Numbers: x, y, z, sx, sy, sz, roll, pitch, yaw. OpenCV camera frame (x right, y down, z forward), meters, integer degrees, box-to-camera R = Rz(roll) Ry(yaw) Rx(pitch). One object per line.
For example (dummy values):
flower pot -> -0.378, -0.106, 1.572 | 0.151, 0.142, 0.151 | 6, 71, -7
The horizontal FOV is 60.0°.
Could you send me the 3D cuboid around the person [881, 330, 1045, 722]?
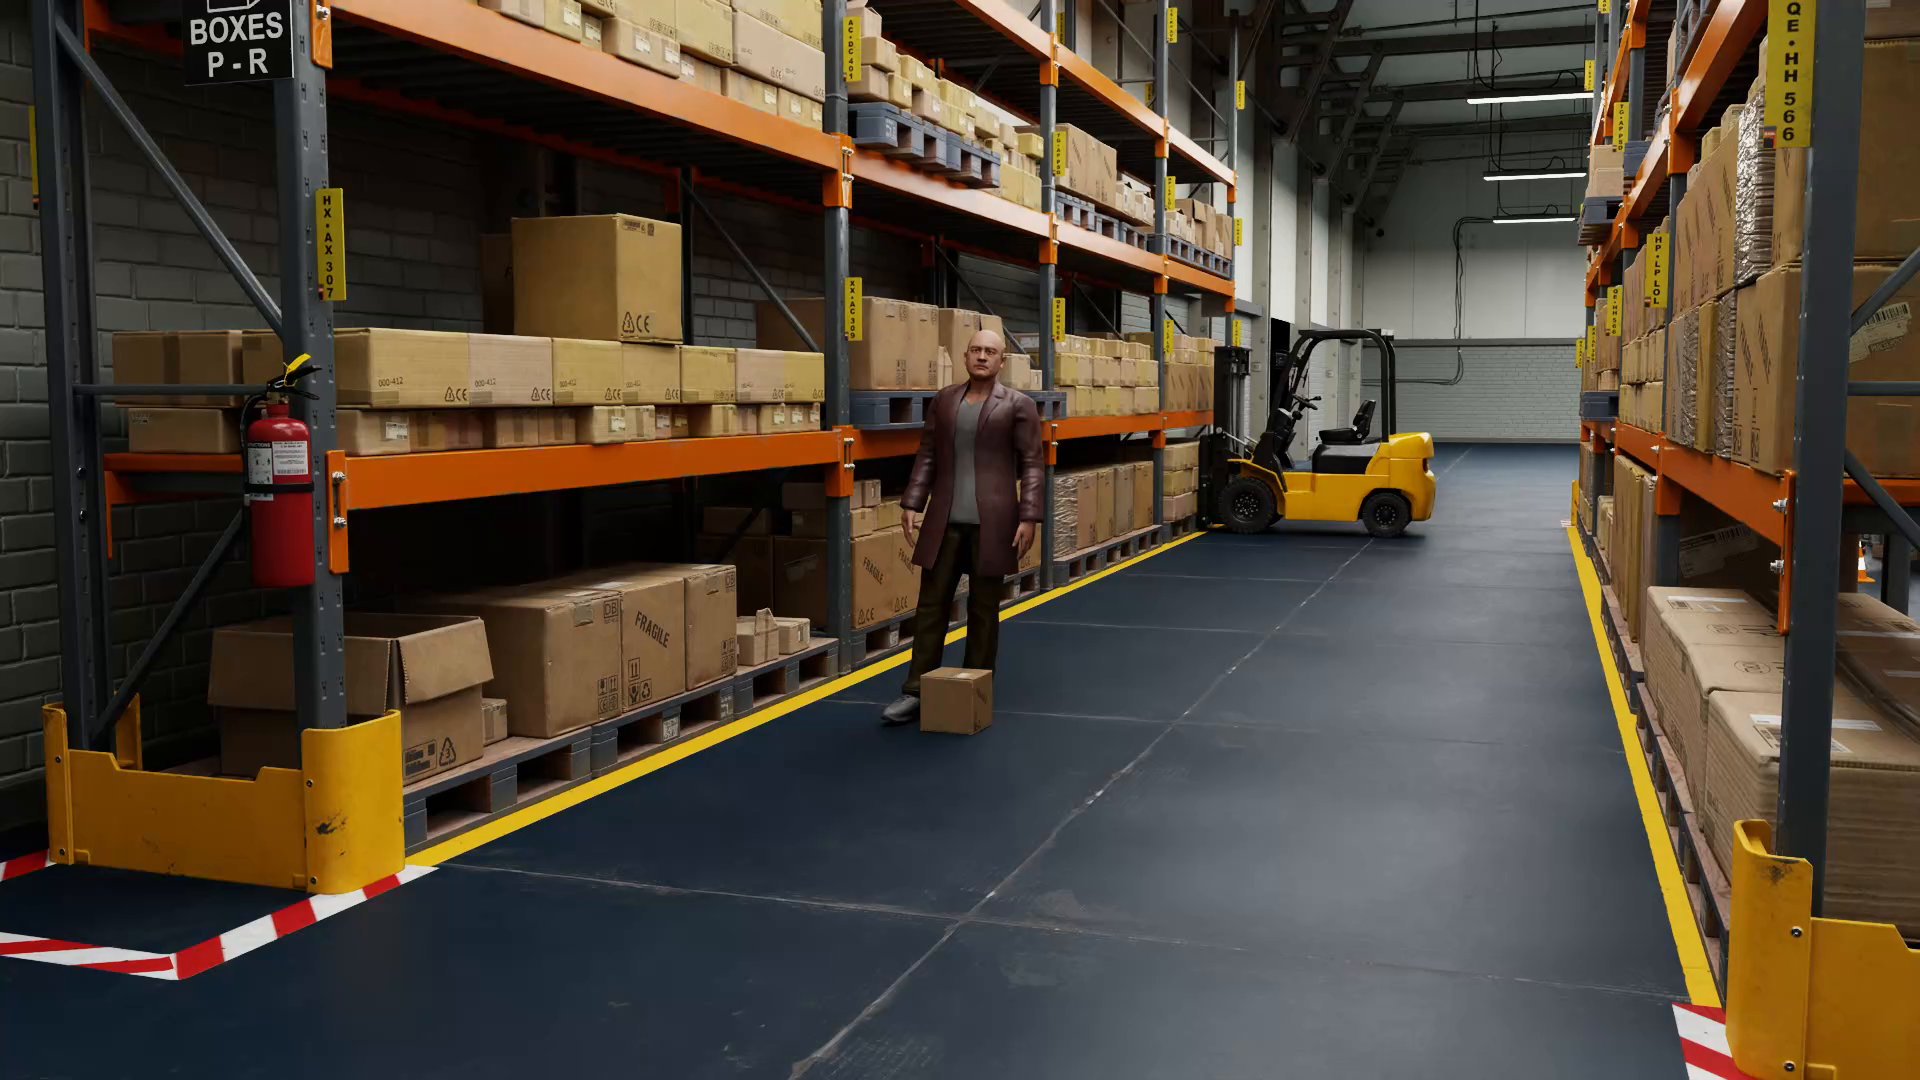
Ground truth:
person -> 0.025, -0.066, 7.571 | 0.698, 1.780, 0.579 | 2, 5, 19
